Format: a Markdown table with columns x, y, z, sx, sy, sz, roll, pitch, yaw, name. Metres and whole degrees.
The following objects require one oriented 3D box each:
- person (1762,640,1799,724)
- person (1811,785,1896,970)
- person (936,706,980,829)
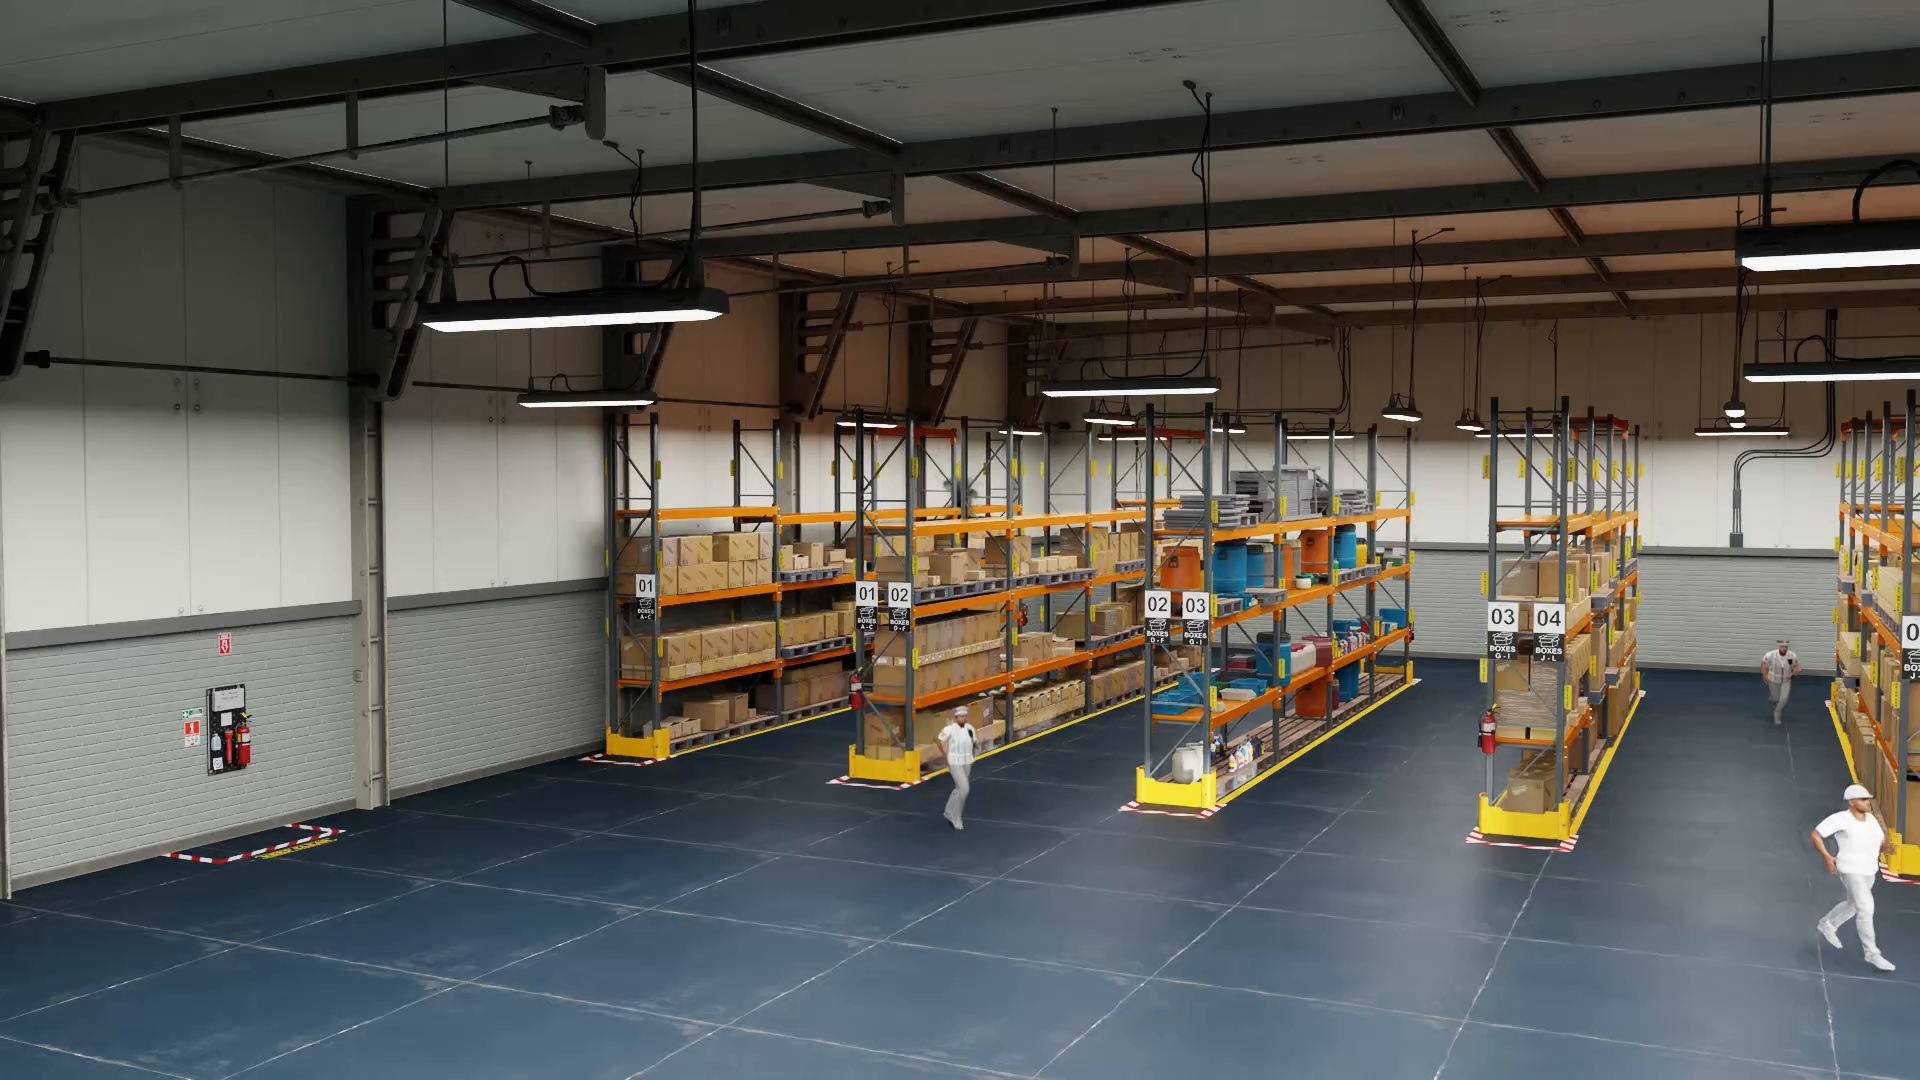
| x | y | z | sx | sy | sz | roll | pitch | yaw | name |
| --- | --- | --- | --- | --- | --- | --- | --- | --- | --- |
| 16.243 | 2.792 | 32.955 | 0.659 | 1.709 | 0.793 | 1 | 2 | 12 | person |
| 9.131 | 3.374 | 16.908 | 0.704 | 1.759 | 0.944 | -1 | 3 | -24 | person |
| 0.016 | 3.193 | 23.391 | 0.546 | 1.746 | 0.725 | -2 | 3 | -36 | person |
